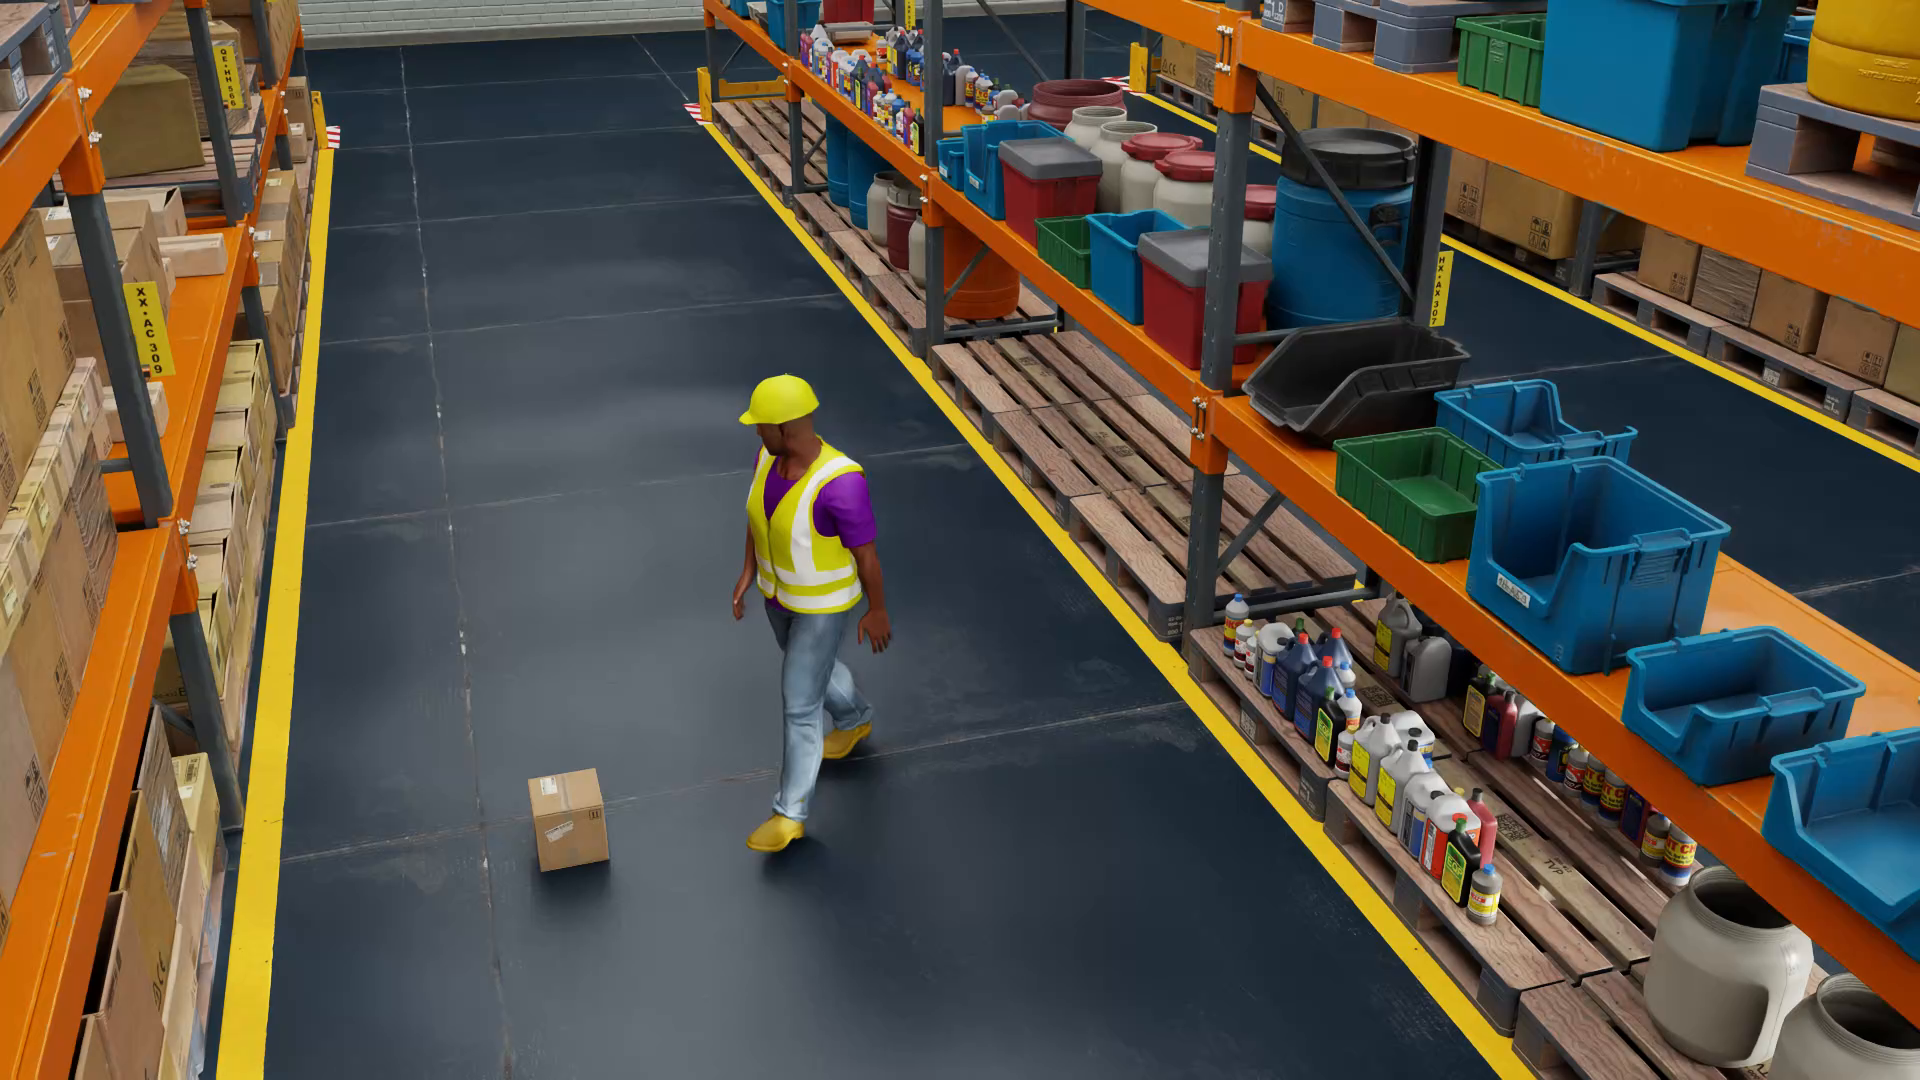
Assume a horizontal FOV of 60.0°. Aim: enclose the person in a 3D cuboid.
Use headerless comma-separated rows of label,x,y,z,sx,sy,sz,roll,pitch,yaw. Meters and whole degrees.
person,-0.605,0.214,6.144,0.894,1.742,0.600,-23,34,-38
